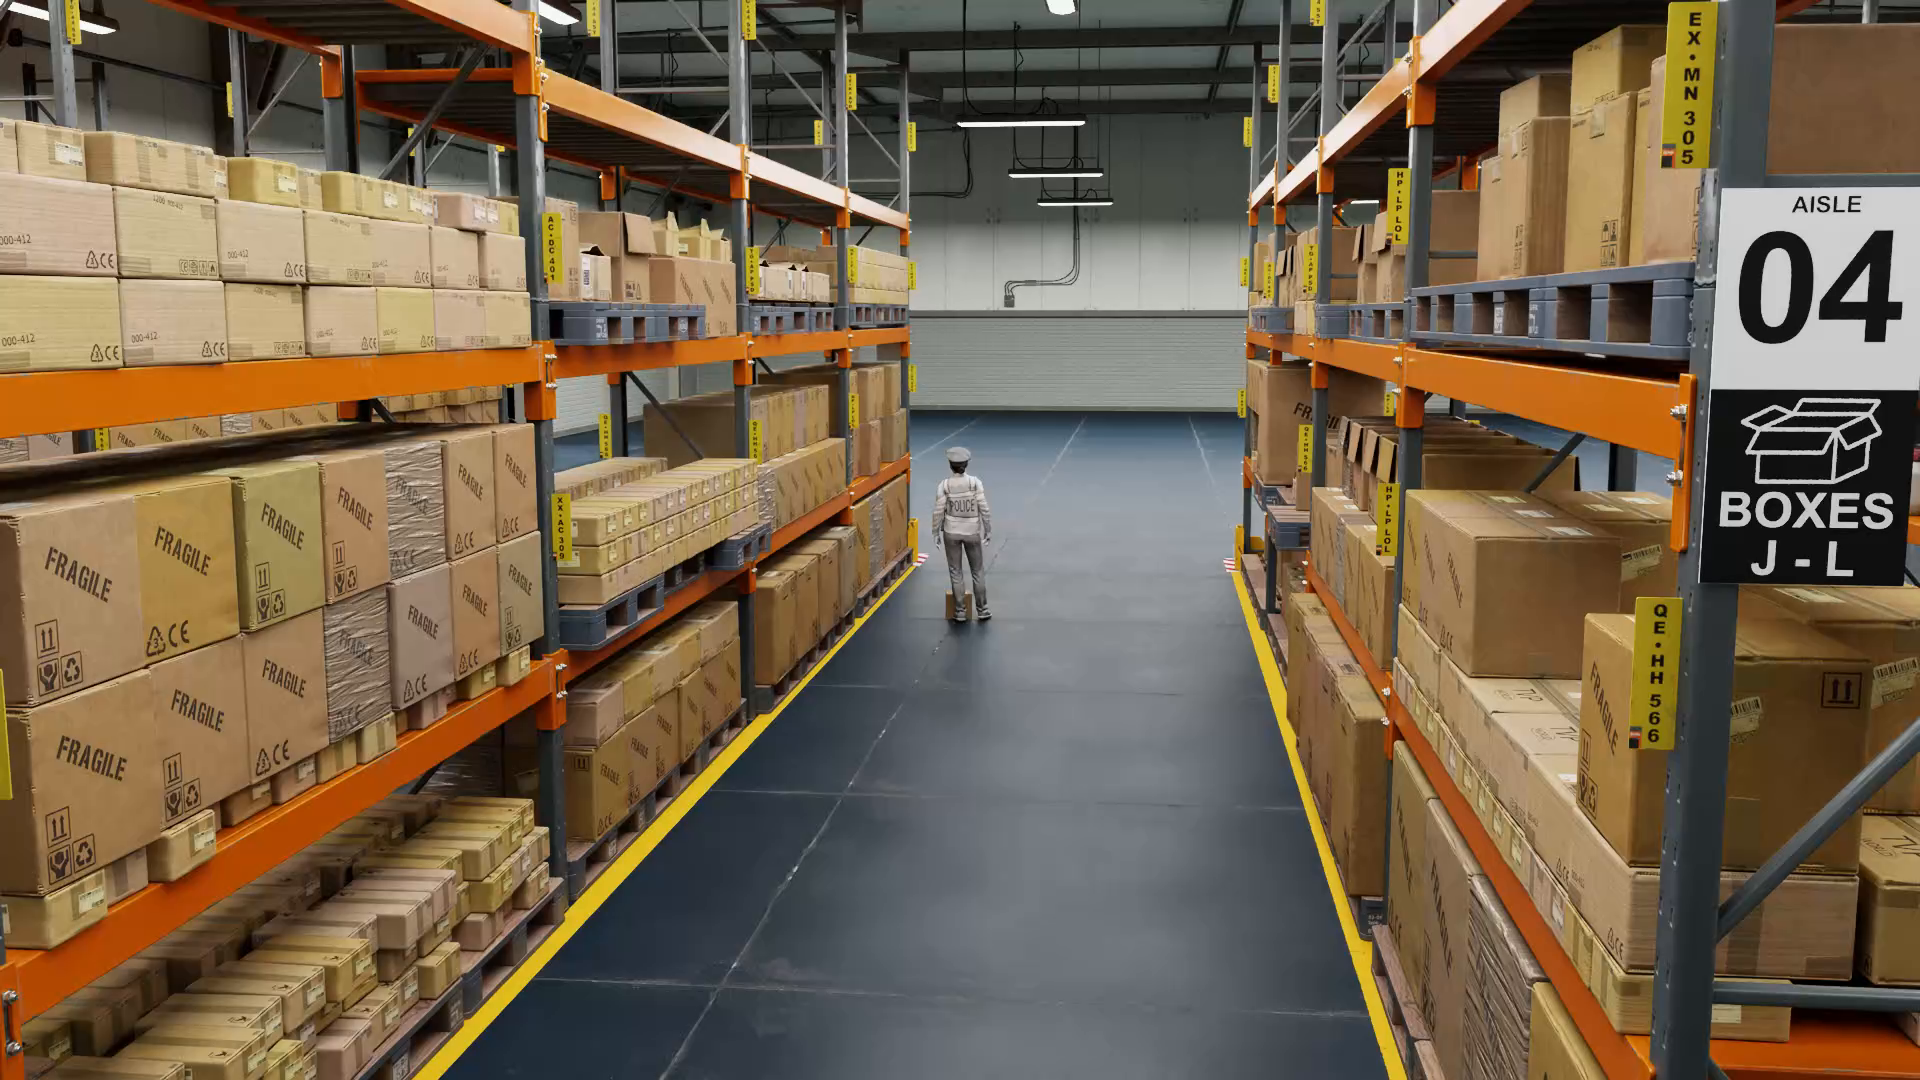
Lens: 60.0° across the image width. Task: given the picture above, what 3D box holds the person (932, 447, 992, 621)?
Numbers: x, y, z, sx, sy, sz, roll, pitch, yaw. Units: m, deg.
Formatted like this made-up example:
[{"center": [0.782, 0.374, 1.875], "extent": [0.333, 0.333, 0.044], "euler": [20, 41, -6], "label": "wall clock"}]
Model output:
[{"center": [0.019, -0.061, 16.062], "extent": [0.587, 1.694, 0.529], "euler": [0, 8, -1], "label": "person"}]
